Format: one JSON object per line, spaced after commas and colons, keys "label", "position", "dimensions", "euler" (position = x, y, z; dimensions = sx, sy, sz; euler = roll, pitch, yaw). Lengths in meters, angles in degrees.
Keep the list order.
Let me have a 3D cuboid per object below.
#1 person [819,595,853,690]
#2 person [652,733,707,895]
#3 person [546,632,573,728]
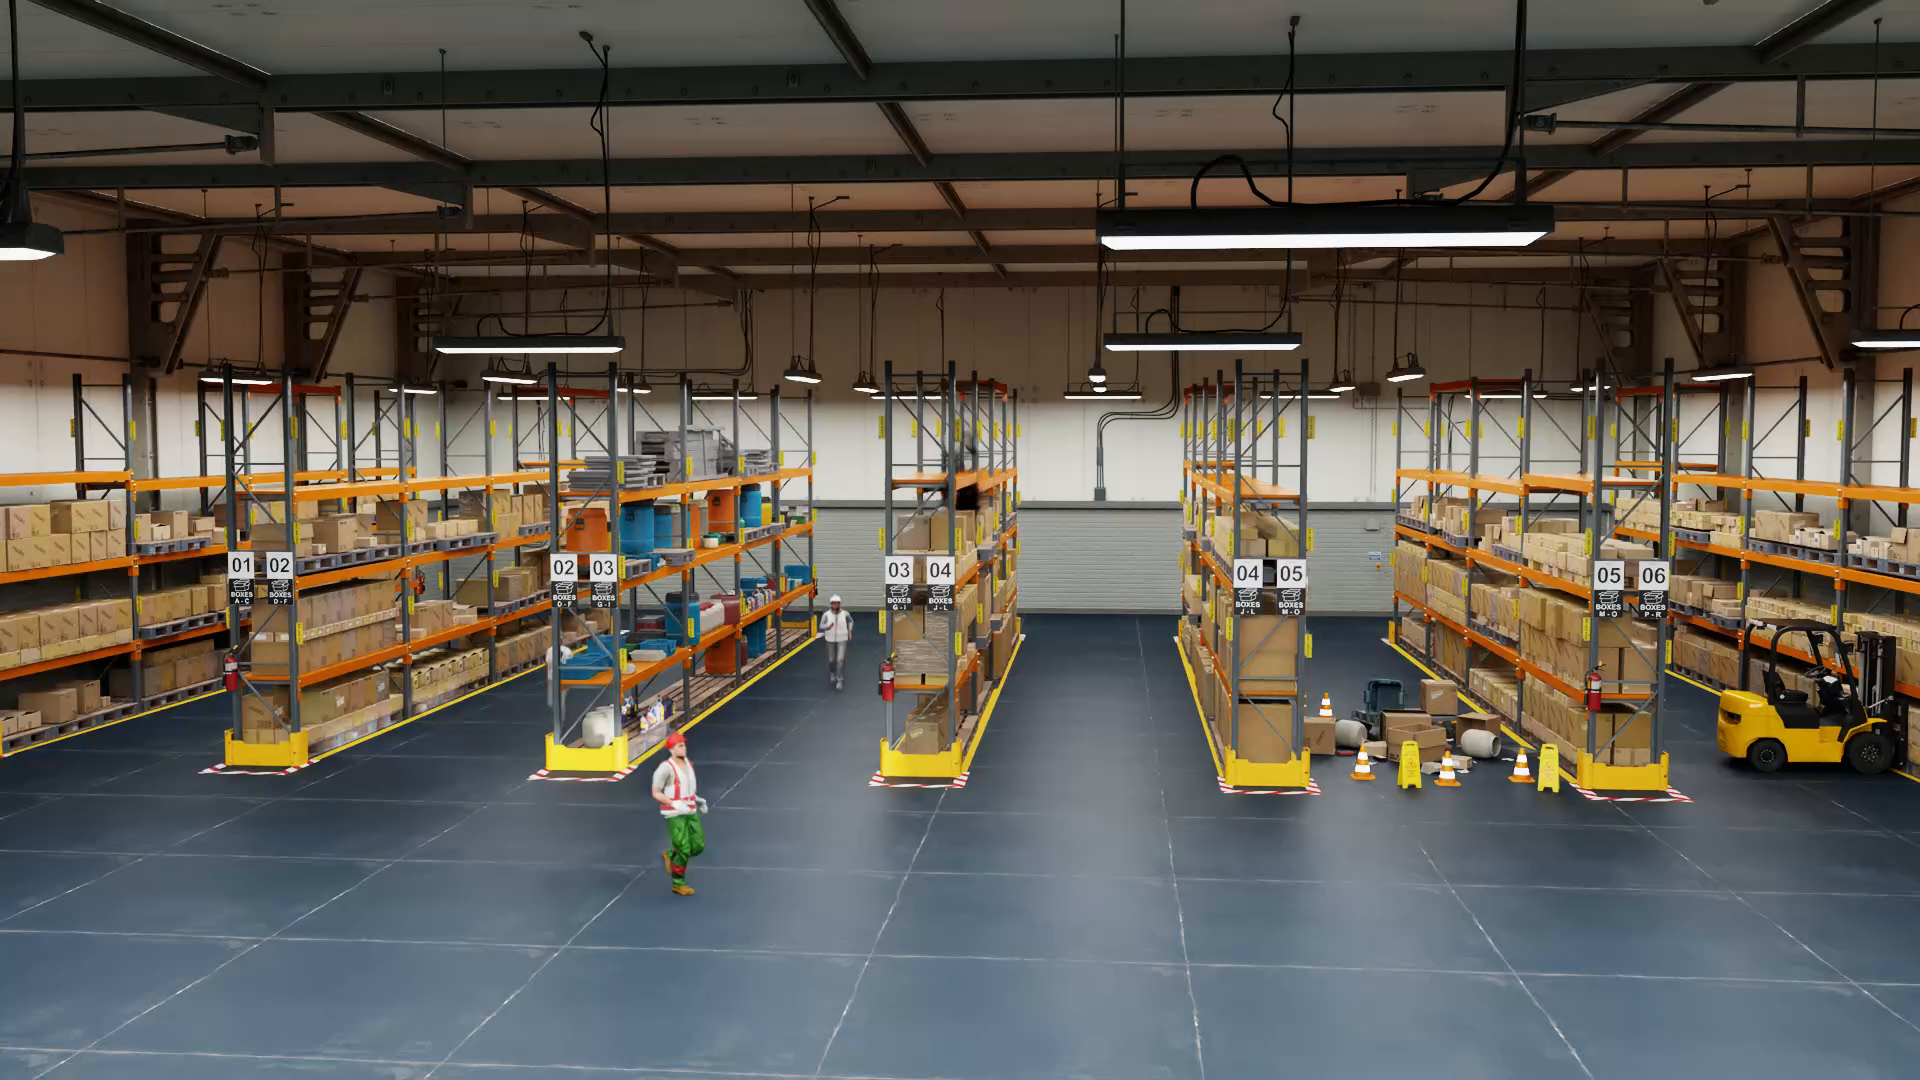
{"label": "person", "position": [-2.410, 1.962, 32.373], "dimensions": [0.650, 1.772, 0.952], "euler": [0, 4, -1]}
{"label": "person", "position": [-3.051, 2.955, 17.993], "dimensions": [0.601, 1.742, 0.657], "euler": [2, 4, 32]}
{"label": "person", "position": [-6.733, 2.344, 27.869], "dimensions": [0.566, 1.670, 0.571], "euler": [1, 4, 9]}
